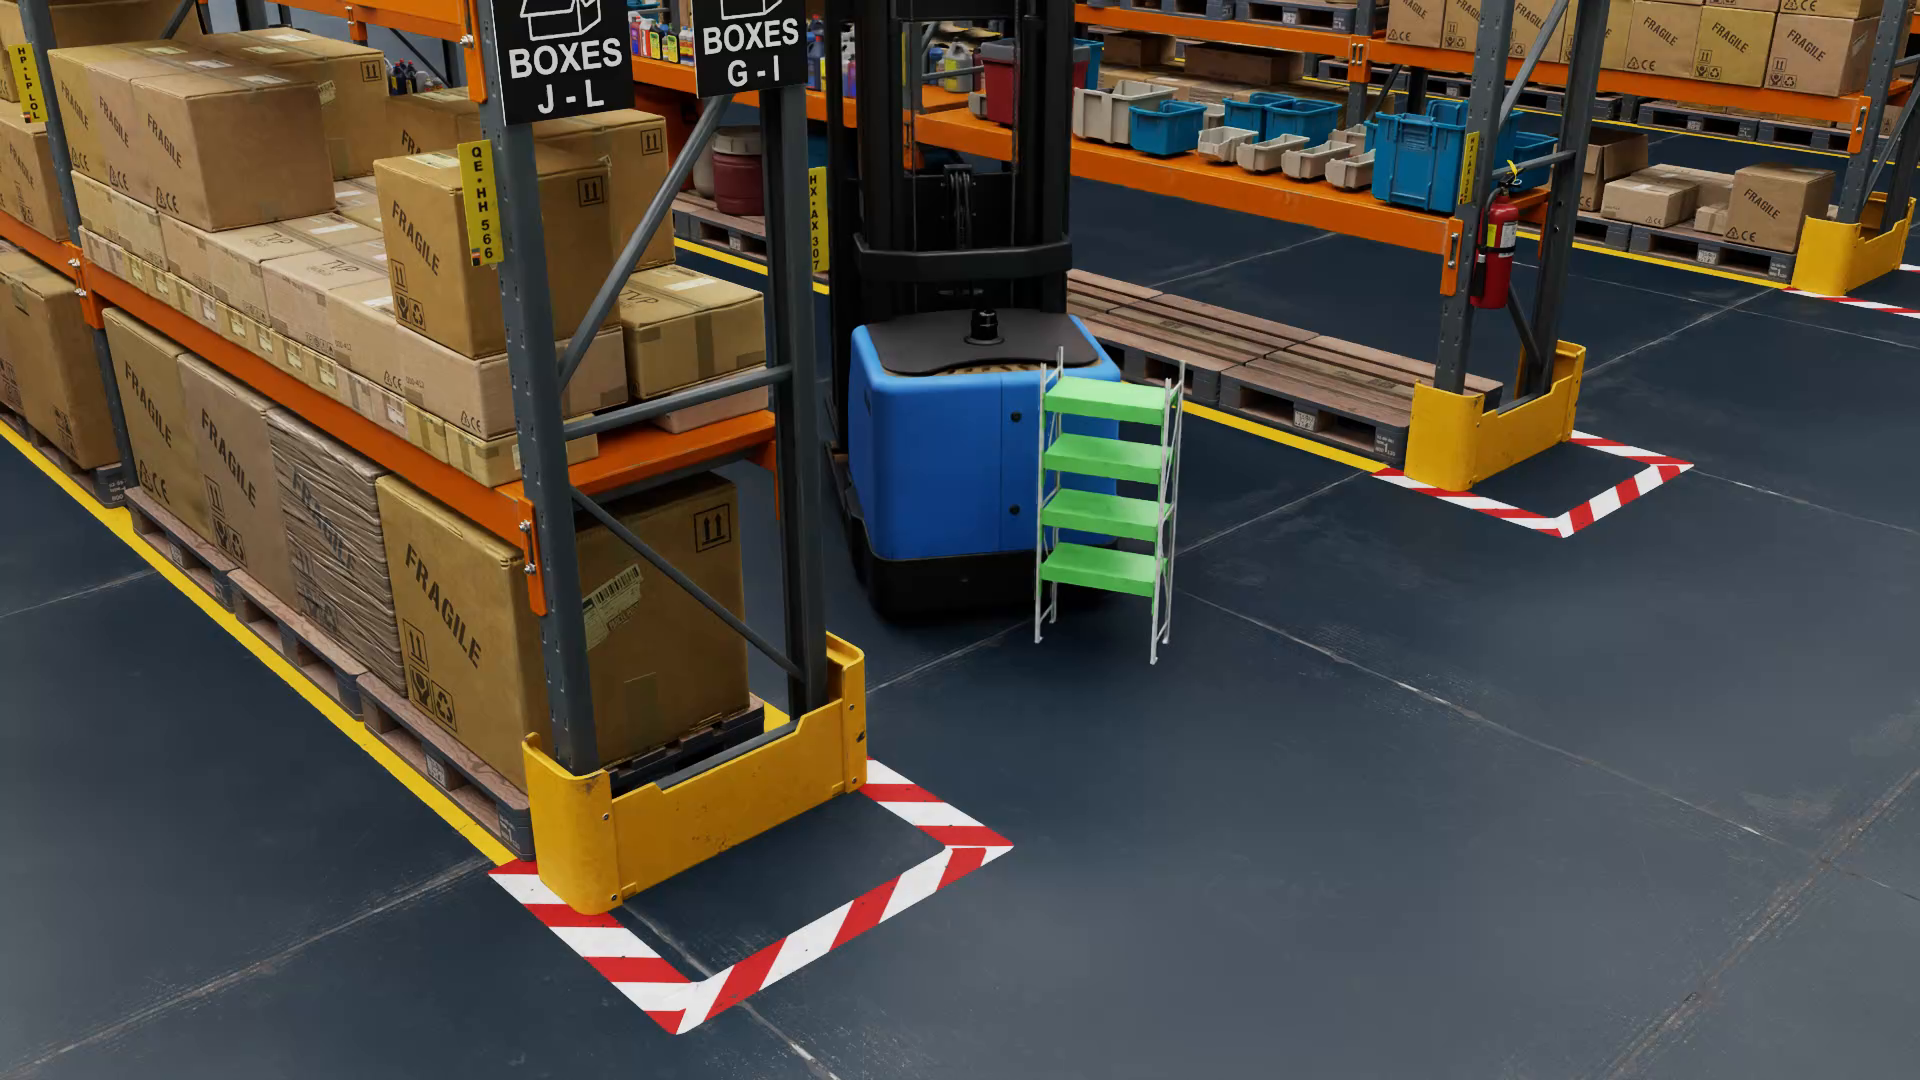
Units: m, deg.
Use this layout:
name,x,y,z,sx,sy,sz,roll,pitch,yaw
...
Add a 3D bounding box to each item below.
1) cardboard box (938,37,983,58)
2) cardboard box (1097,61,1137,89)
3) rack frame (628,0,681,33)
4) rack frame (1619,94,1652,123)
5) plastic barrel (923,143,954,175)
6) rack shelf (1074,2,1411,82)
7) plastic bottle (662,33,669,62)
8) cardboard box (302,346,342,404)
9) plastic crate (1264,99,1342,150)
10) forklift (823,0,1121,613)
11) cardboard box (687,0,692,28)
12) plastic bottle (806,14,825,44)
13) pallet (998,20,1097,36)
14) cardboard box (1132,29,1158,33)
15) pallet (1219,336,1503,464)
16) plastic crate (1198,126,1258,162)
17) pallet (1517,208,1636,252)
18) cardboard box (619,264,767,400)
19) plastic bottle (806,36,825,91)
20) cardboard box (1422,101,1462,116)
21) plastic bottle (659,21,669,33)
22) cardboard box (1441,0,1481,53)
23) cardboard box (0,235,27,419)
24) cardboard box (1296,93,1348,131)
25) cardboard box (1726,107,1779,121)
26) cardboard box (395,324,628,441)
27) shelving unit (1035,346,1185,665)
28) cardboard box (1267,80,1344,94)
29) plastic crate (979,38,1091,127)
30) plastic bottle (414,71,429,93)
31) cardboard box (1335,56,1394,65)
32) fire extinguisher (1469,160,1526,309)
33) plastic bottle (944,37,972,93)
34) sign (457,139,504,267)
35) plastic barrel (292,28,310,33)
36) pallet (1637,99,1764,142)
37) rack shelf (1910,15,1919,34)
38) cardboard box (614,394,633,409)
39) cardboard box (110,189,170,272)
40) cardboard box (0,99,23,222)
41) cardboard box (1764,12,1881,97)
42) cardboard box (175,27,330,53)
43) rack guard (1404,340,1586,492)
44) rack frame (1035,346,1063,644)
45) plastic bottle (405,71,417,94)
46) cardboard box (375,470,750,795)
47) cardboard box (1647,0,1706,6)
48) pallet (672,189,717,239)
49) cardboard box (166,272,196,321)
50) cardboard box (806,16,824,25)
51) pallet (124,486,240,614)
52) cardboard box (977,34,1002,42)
name,x,y,z,sx,sy,sz,roll,pitch,yaw
cardboard box,0.007,-5.080,17.403,0.500,0.311,0.500,-22,32,-39
cardboard box,1.369,-4.327,16.103,0.500,0.500,0.500,22,33,40
rack frame,-2.714,-4.236,13.422,1.000,3.000,0.127,-21,32,-38
rack frame,7.252,-5.835,16.927,1.000,3.000,0.127,-21,32,-38
plastic barrel,-0.339,-2.431,11.486,0.600,0.901,0.708,-21,32,-38
rack shelf,2.271,-4.707,15.321,1.077,0.370,4.000,-21,32,-38
plastic bottle,-2.187,-3.700,12.485,0.097,0.201,0.097,0,25,0
cardboard box,-2.044,-0.617,5.791,0.380,0.149,0.250,-22,33,-40
plastic crate,1.926,-2.331,9.375,0.416,0.233,0.300,-21,32,-38
forklift,-0.088,-1.615,7.759,1.130,2.935,3.031,-4,25,-9
cardboard box,-2.984,-6.517,20.326,0.500,0.500,0.500,-21,32,-38
plastic bottle,-1.049,-3.710,12.327,0.144,0.351,0.185,-21,32,-38
pallet,1.299,-7.184,23.242,1.003,0.211,1.213,-21,32,-38
cardboard box,2.689,-6.961,21.877,0.700,0.500,0.500,-22,32,-39
pallet,2.219,-0.805,9.260,1.003,0.211,1.213,-21,32,-38
plastic crate,1.453,-2.170,9.137,0.298,0.136,0.250,-21,32,-38
pallet,4.945,-2.582,13.155,1.003,0.211,1.213,-21,32,-38
cardboard box,-0.992,-0.697,5.486,0.500,0.250,0.500,-22,33,-40
plastic bottle,-0.973,-3.244,11.306,0.144,0.351,0.185,-21,32,-38
cardboard box,4.235,-3.399,14.069,0.500,0.500,0.500,-21,32,-38
plastic bottle,-2.234,-3.789,12.597,0.097,0.271,0.097,0,25,0
cardboard box,4.140,-4.088,12.977,0.500,0.500,0.500,-21,32,-38
cardboard box,-4.659,-1.303,9.045,0.875,0.875,1.225,22,33,40
cardboard box,3.092,-3.560,14.421,0.500,0.500,0.500,-21,32,-39
cardboard box,8.029,-4.480,16.462,0.700,0.500,0.500,-22,32,-39
cardboard box,-1.386,-0.546,5.156,0.500,0.250,0.500,-22,32,-39
shelving unit,0.584,-0.131,6.591,0.503,1.200,0.258,9,26,19
cardboard box,3.113,-3.866,15.091,0.500,0.500,0.500,-21,32,-38
plastic crate,0.447,-2.739,9.991,0.402,0.464,0.583,-21,32,-38
plastic bottle,-5.587,-4.720,17.235,0.152,0.276,0.135,-20,31,-37
cardboard box,4.925,-6.000,19.372,0.750,0.750,0.750,-22,32,-39
fire extinguisher,2.526,-1.433,7.820,0.296,0.674,0.183,-21,32,-38
plastic bottle,-0.011,-3.213,11.238,0.144,0.351,0.185,-21,32,-38
sign,-1.267,-0.892,4.412,0.100,0.325,0.005,-21,32,-38
plastic barrel,-7.334,-5.390,18.442,0.421,0.512,0.421,0,25,0
pallet,7.715,-4.314,16.952,1.003,0.211,1.213,-21,32,-38
rack shelf,8.619,-4.902,15.748,1.077,0.370,4.000,-21,32,-38
cardboard box,-1.039,-0.572,5.692,0.380,0.149,0.250,-22,32,-39
cardboard box,-3.129,-1.318,6.847,0.500,0.250,0.500,-21,32,-39
cardboard box,-4.447,-1.881,8.139,0.500,0.500,0.500,-20,31,-37
cardboard box,5.868,-3.321,11.295,0.500,0.500,0.500,-20,31,-37
cardboard box,-3.086,-1.964,7.361,0.500,0.500,0.500,-20,31,-37
rack guard,2.780,-0.672,8.620,1.175,0.500,0.348,-21,32,-38
rack frame,0.356,-0.167,6.670,0.015,1.200,0.240,9,26,19
plastic bottle,-5.664,-4.693,17.167,0.061,0.283,0.133,-21,32,-38
cardboard box,-1.357,0.197,5.759,0.875,0.875,0.875,-21,32,-38
cardboard box,5.164,-4.083,11.760,0.500,0.500,0.500,-20,31,-37
pallet,-2.145,-2.741,13.503,1.003,0.211,1.213,-21,32,-38
cardboard box,-2.920,-1.005,6.643,0.380,0.149,0.250,-22,32,-39
cardboard box,-1.729,-5.852,19.094,0.500,0.311,0.500,-21,32,-38
pallet,-3.133,-0.098,7.711,1.003,0.211,1.213,-21,32,-38
cardboard box,0.396,-5.234,17.741,0.500,0.311,0.500,-22,33,-40
